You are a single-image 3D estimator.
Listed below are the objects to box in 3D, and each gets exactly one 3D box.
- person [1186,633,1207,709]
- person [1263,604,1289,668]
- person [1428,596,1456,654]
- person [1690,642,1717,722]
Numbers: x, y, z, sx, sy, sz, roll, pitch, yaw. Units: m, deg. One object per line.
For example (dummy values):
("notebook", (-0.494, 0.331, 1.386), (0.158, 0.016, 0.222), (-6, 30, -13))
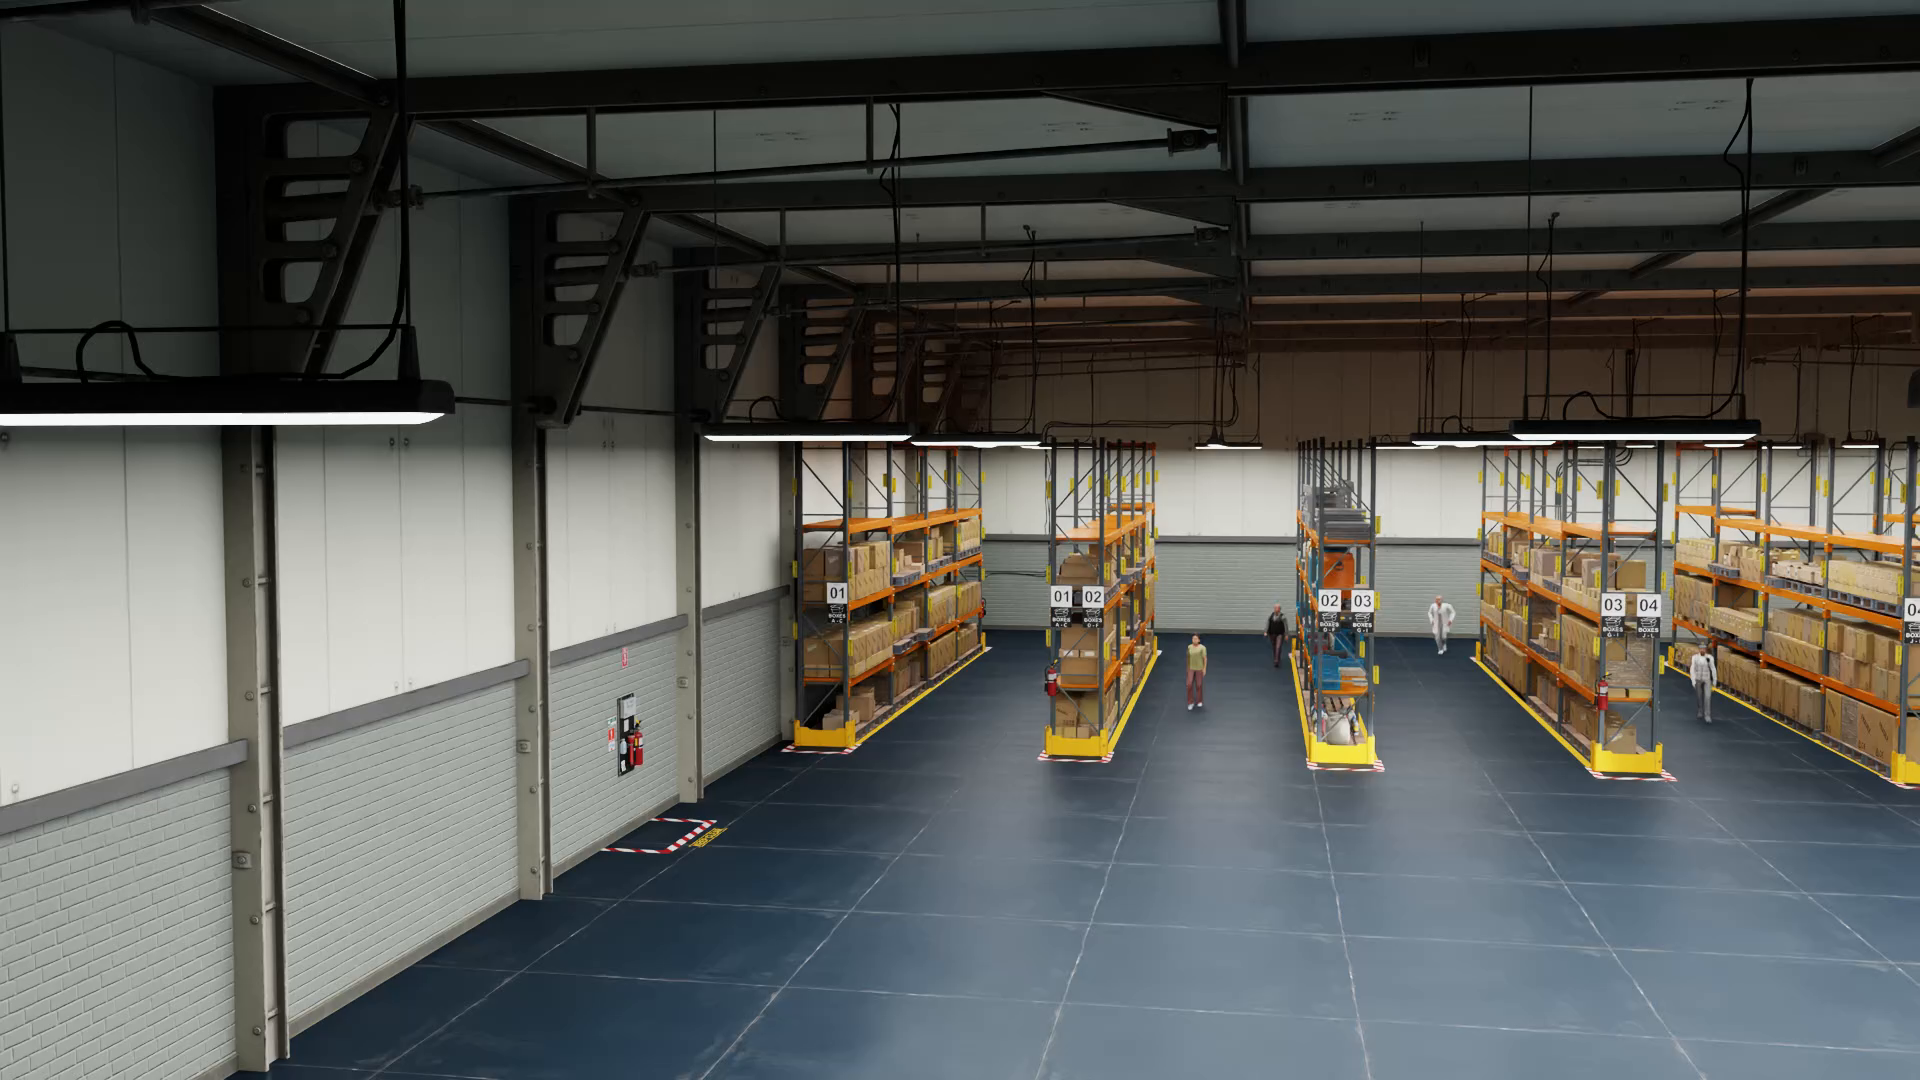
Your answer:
("person", (5.281, 2.939, 37.169), (0.496, 1.728, 0.536), (1, 3, 25))
("person", (8.400, 2.580, 44.275), (0.627, 1.573, 1.056), (2, 3, 28))
("person", (13.652, 2.400, 47.099), (0.751, 1.684, 0.634), (1, 3, 21))
("person", (15.866, 3.001, 35.521), (0.518, 1.652, 0.867), (2, 4, 33))
